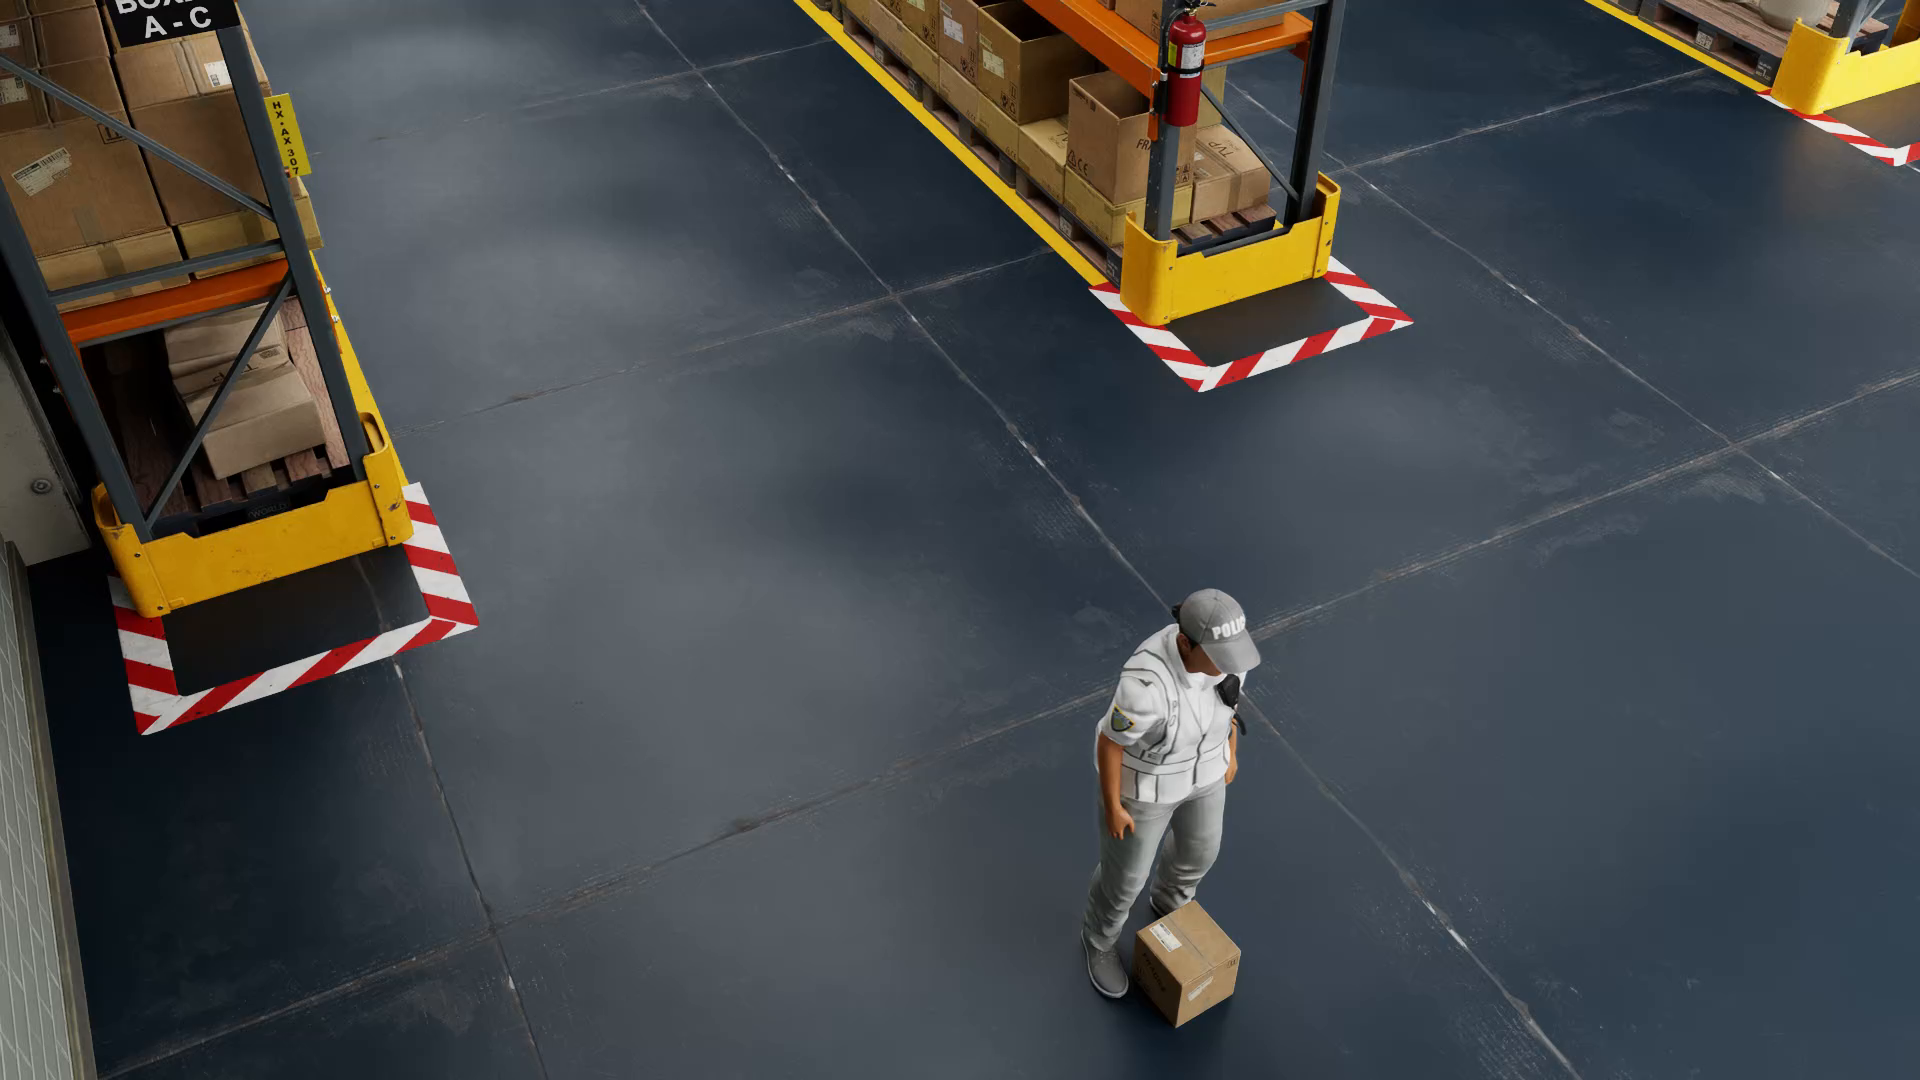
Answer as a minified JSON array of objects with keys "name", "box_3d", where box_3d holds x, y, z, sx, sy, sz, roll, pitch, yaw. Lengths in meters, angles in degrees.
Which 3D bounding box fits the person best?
[{"name":"person","box_3d":[0.661,0.770,5.285,0.560,1.665,0.470,-22,46,-23]}]
